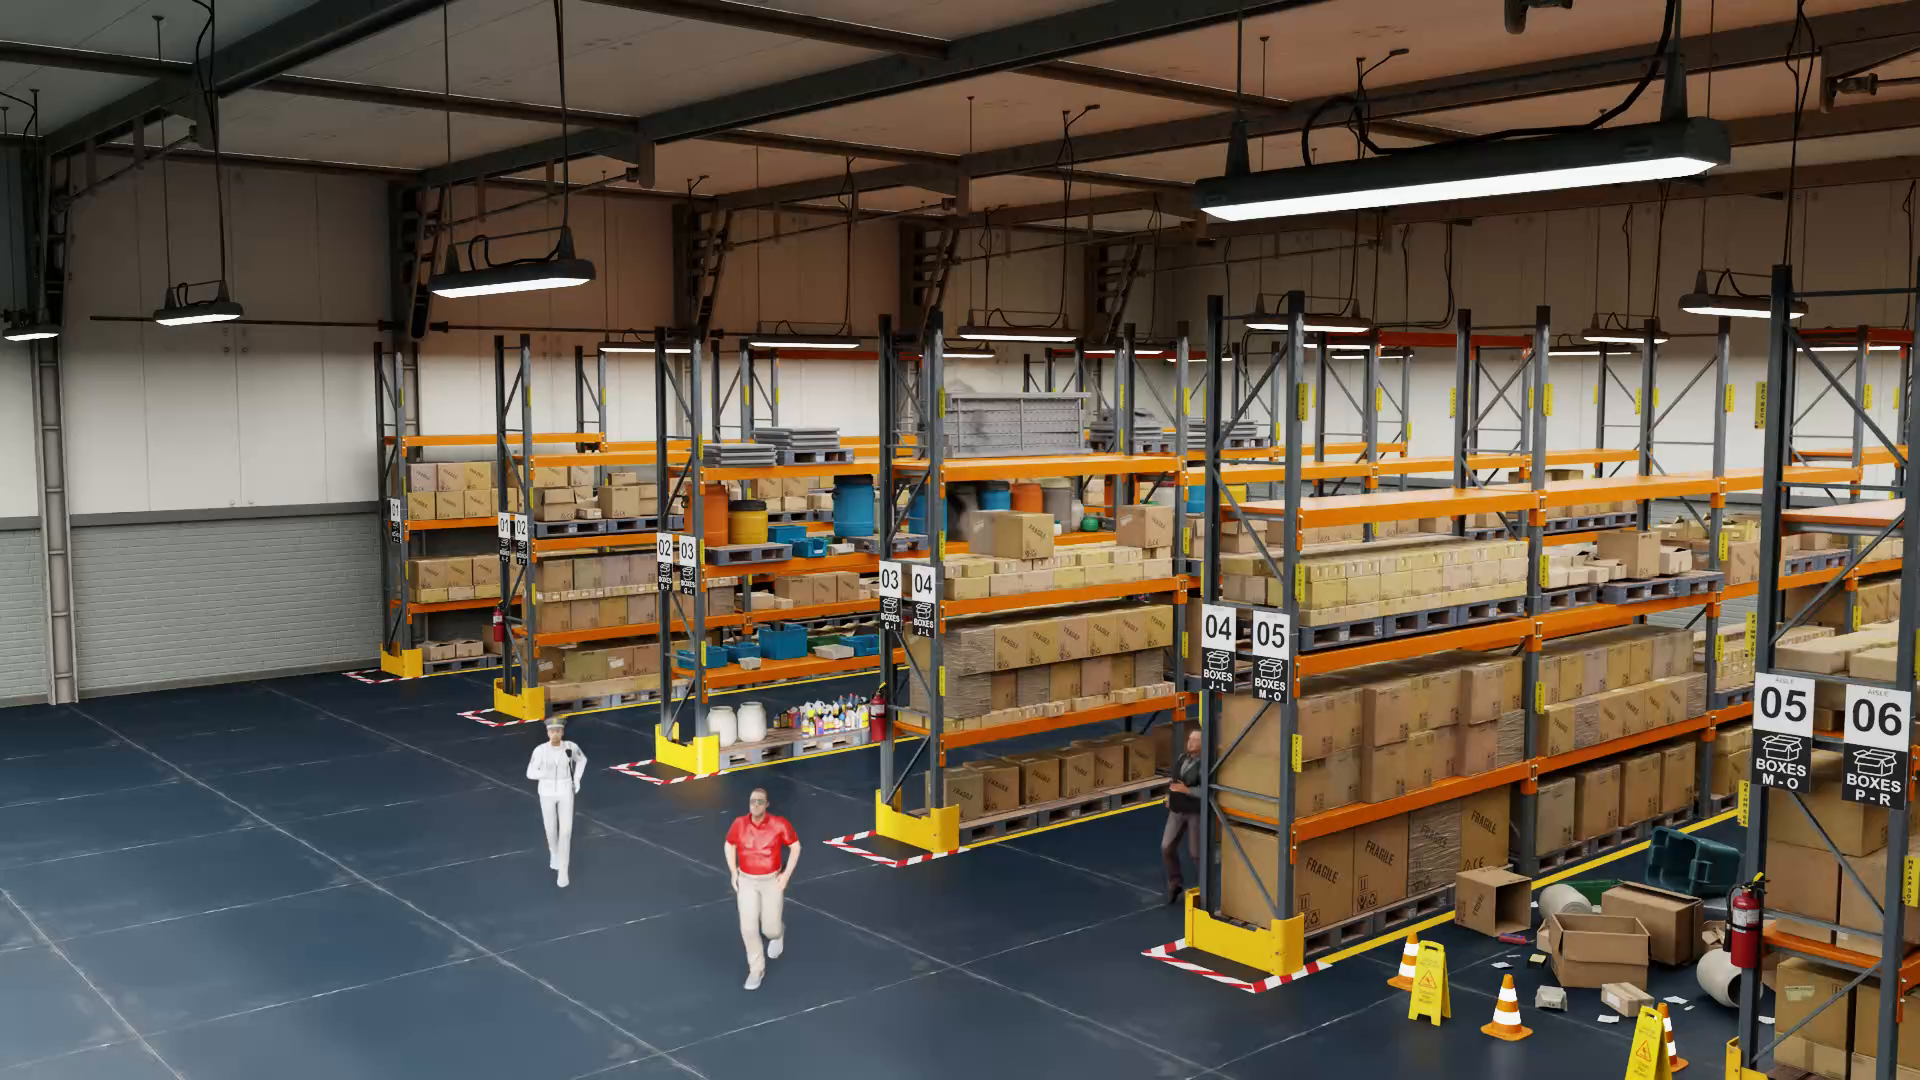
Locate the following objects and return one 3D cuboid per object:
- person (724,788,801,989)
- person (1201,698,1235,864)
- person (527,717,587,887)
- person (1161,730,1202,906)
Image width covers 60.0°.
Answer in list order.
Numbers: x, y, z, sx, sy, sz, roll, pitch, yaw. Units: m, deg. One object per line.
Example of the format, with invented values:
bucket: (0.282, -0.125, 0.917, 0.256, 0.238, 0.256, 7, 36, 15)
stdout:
person: (-1.738, 3.005, 14.619, 0.684, 1.699, 0.734, 0, 5, 2)
person: (2.934, 2.574, 18.340, 0.698, 1.791, 0.969, 4, 6, 35)
person: (-4.239, 2.702, 17.497, 0.605, 1.703, 0.852, -1, 5, -11)
person: (2.303, 2.800, 16.742, 0.631, 1.768, 0.647, 5, 7, 44)
